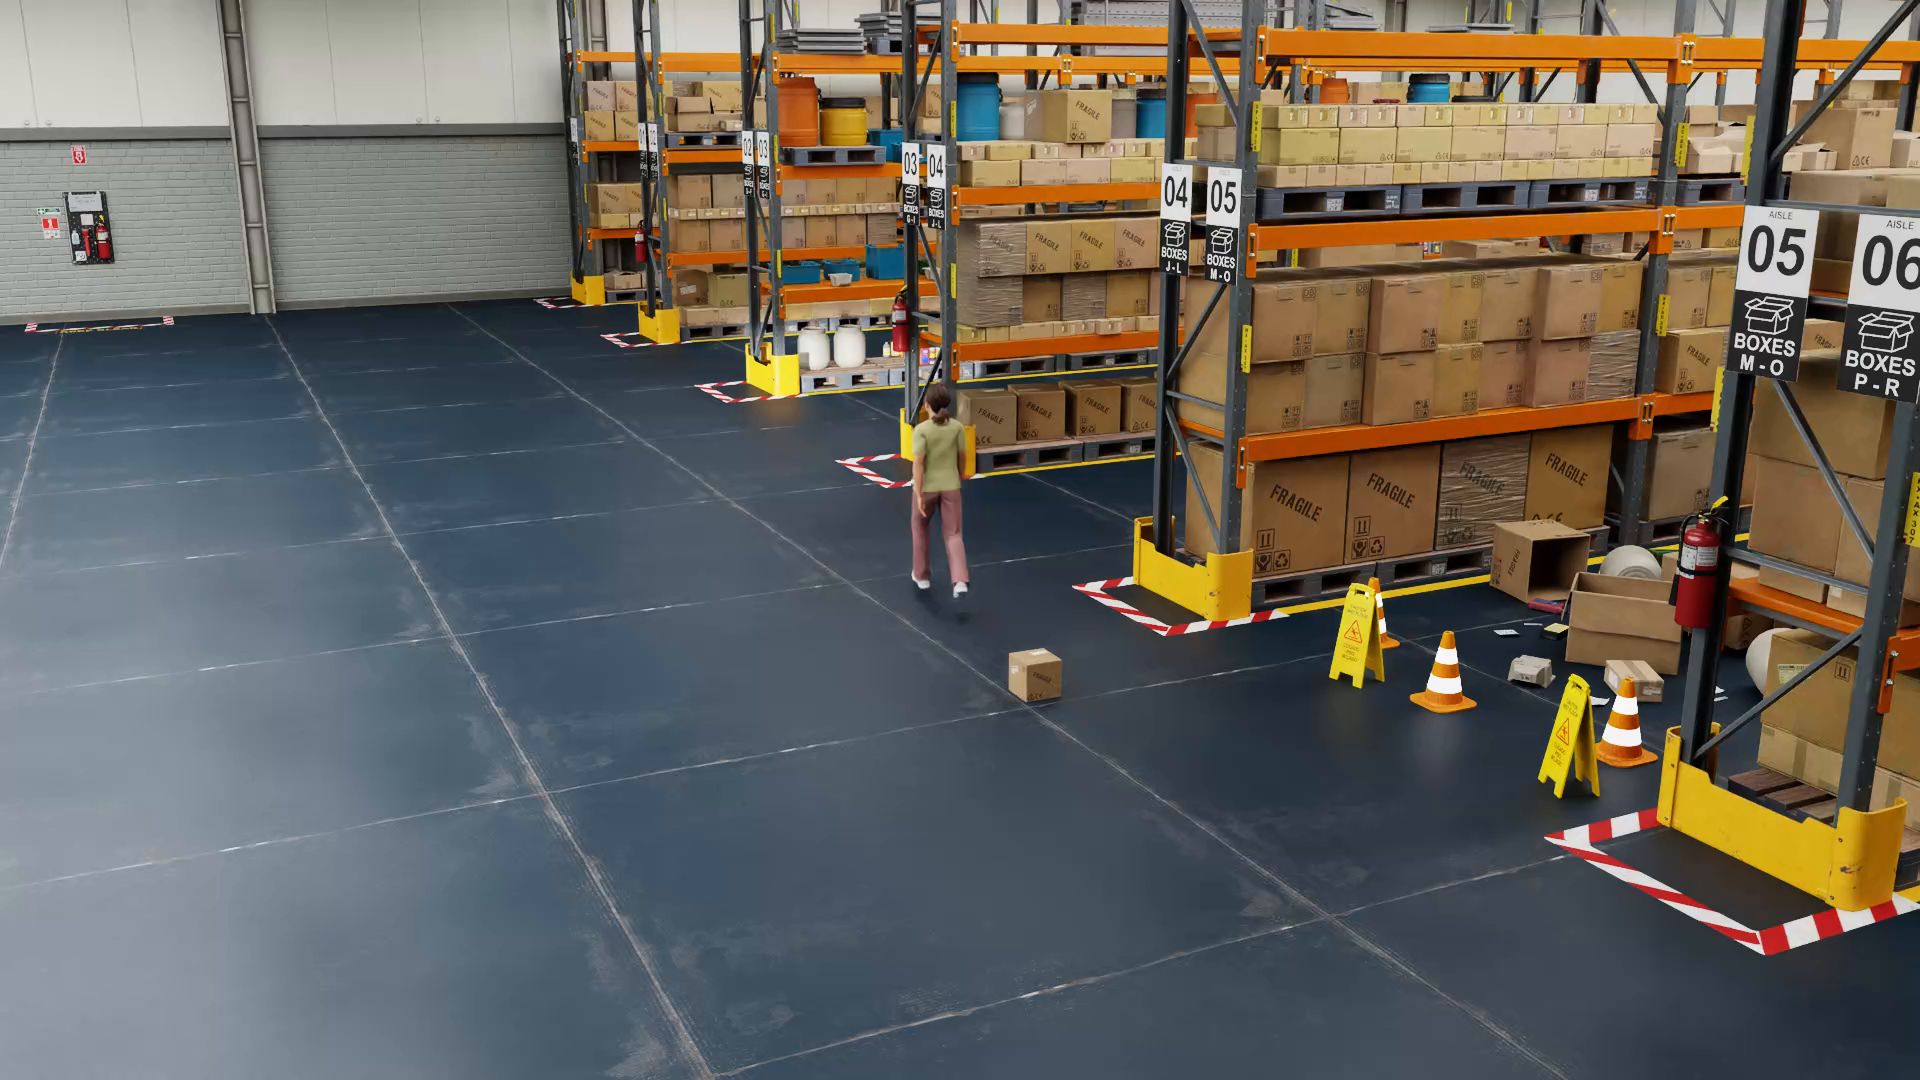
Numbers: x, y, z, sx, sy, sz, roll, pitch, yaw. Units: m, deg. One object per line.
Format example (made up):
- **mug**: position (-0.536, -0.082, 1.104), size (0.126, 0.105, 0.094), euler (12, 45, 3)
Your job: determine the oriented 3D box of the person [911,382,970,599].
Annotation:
- **person**: position (-0.156, -0.363, 12.342), size (0.442, 1.624, 1.002), euler (-4, 16, -13)
